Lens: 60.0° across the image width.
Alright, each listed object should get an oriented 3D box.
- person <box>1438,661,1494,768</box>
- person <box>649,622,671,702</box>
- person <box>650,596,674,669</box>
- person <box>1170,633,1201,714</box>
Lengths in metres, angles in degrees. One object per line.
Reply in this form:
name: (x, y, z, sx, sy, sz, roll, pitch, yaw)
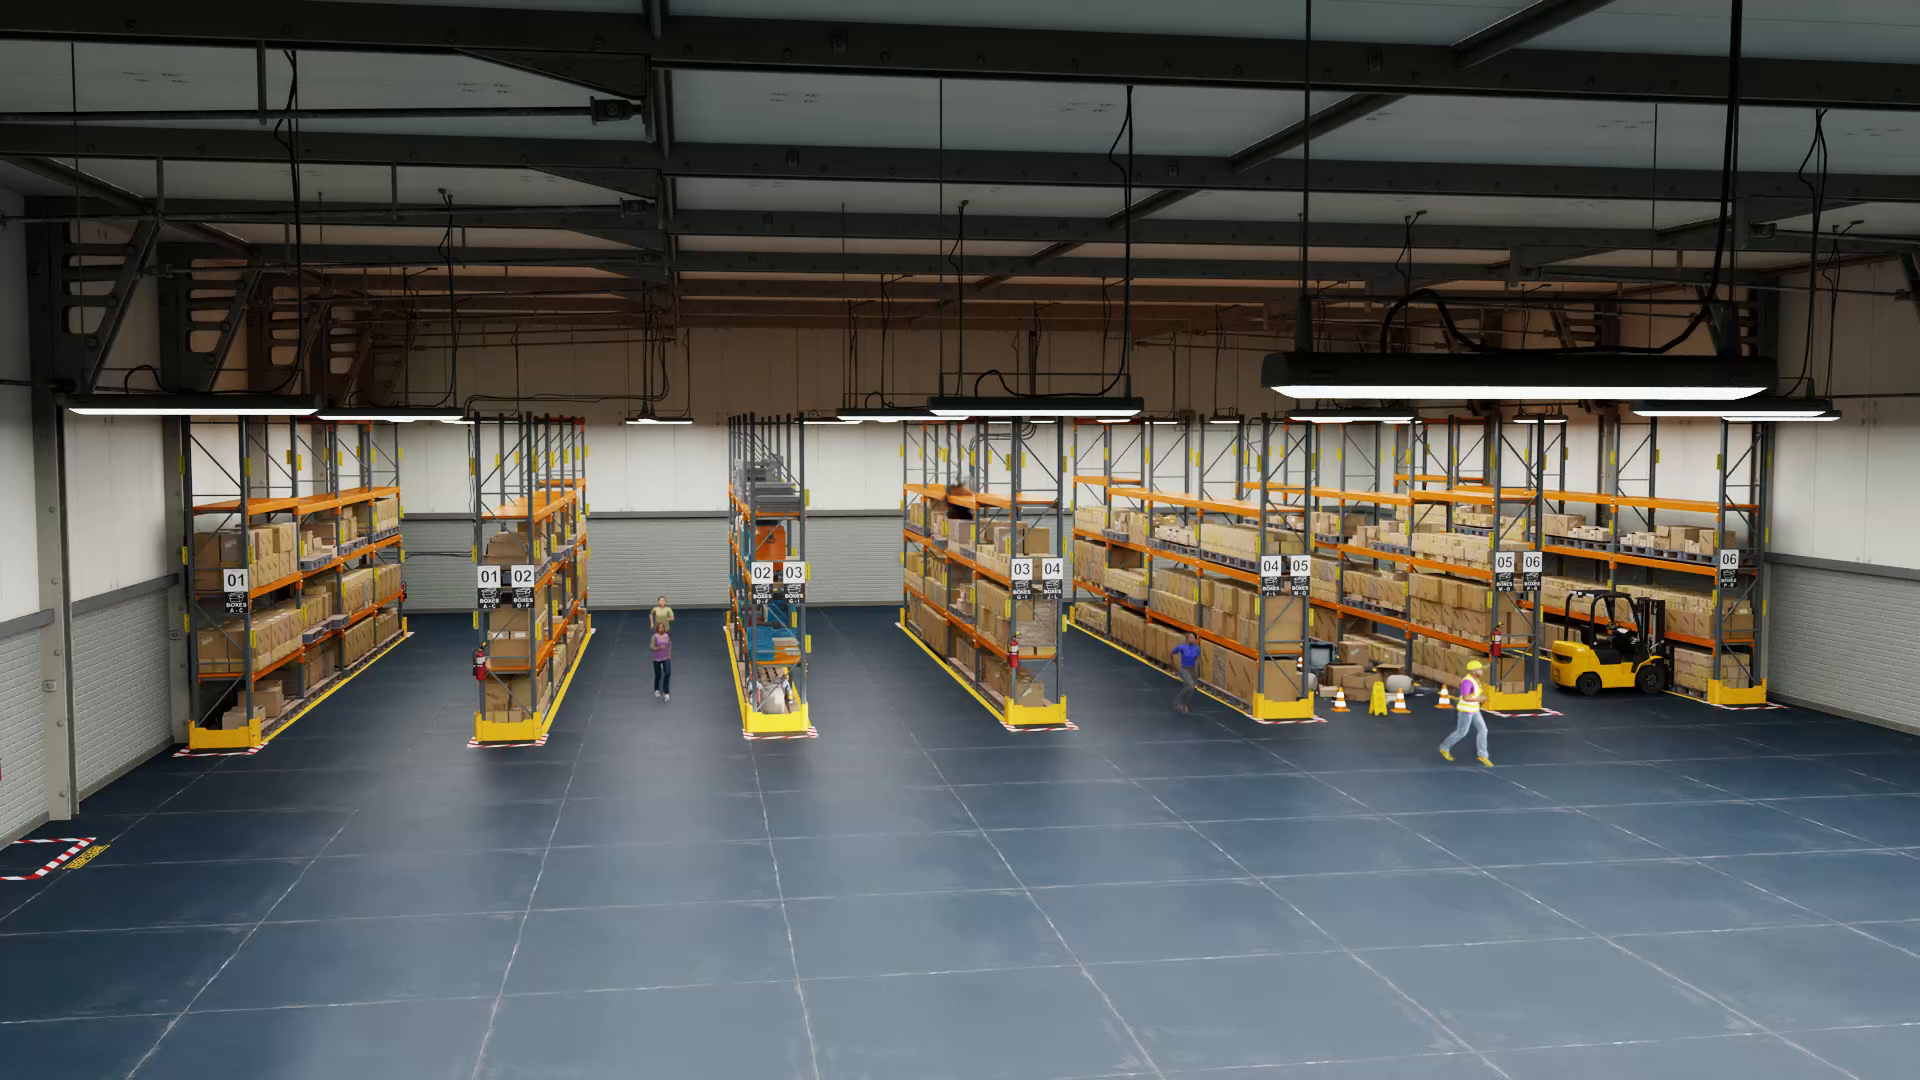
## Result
person: (8.589, 2.931, 28.173, 0.952, 1.804, 0.729, 3, 5, 34)
person: (-6.264, 2.544, 34.866, 0.518, 1.639, 0.690, -2, 4, -25)
person: (-7.078, 2.170, 39.555, 0.564, 1.682, 0.907, -1, 4, -12)
person: (4.522, 2.652, 33.140, 0.554, 1.630, 0.736, -2, 5, -32)
